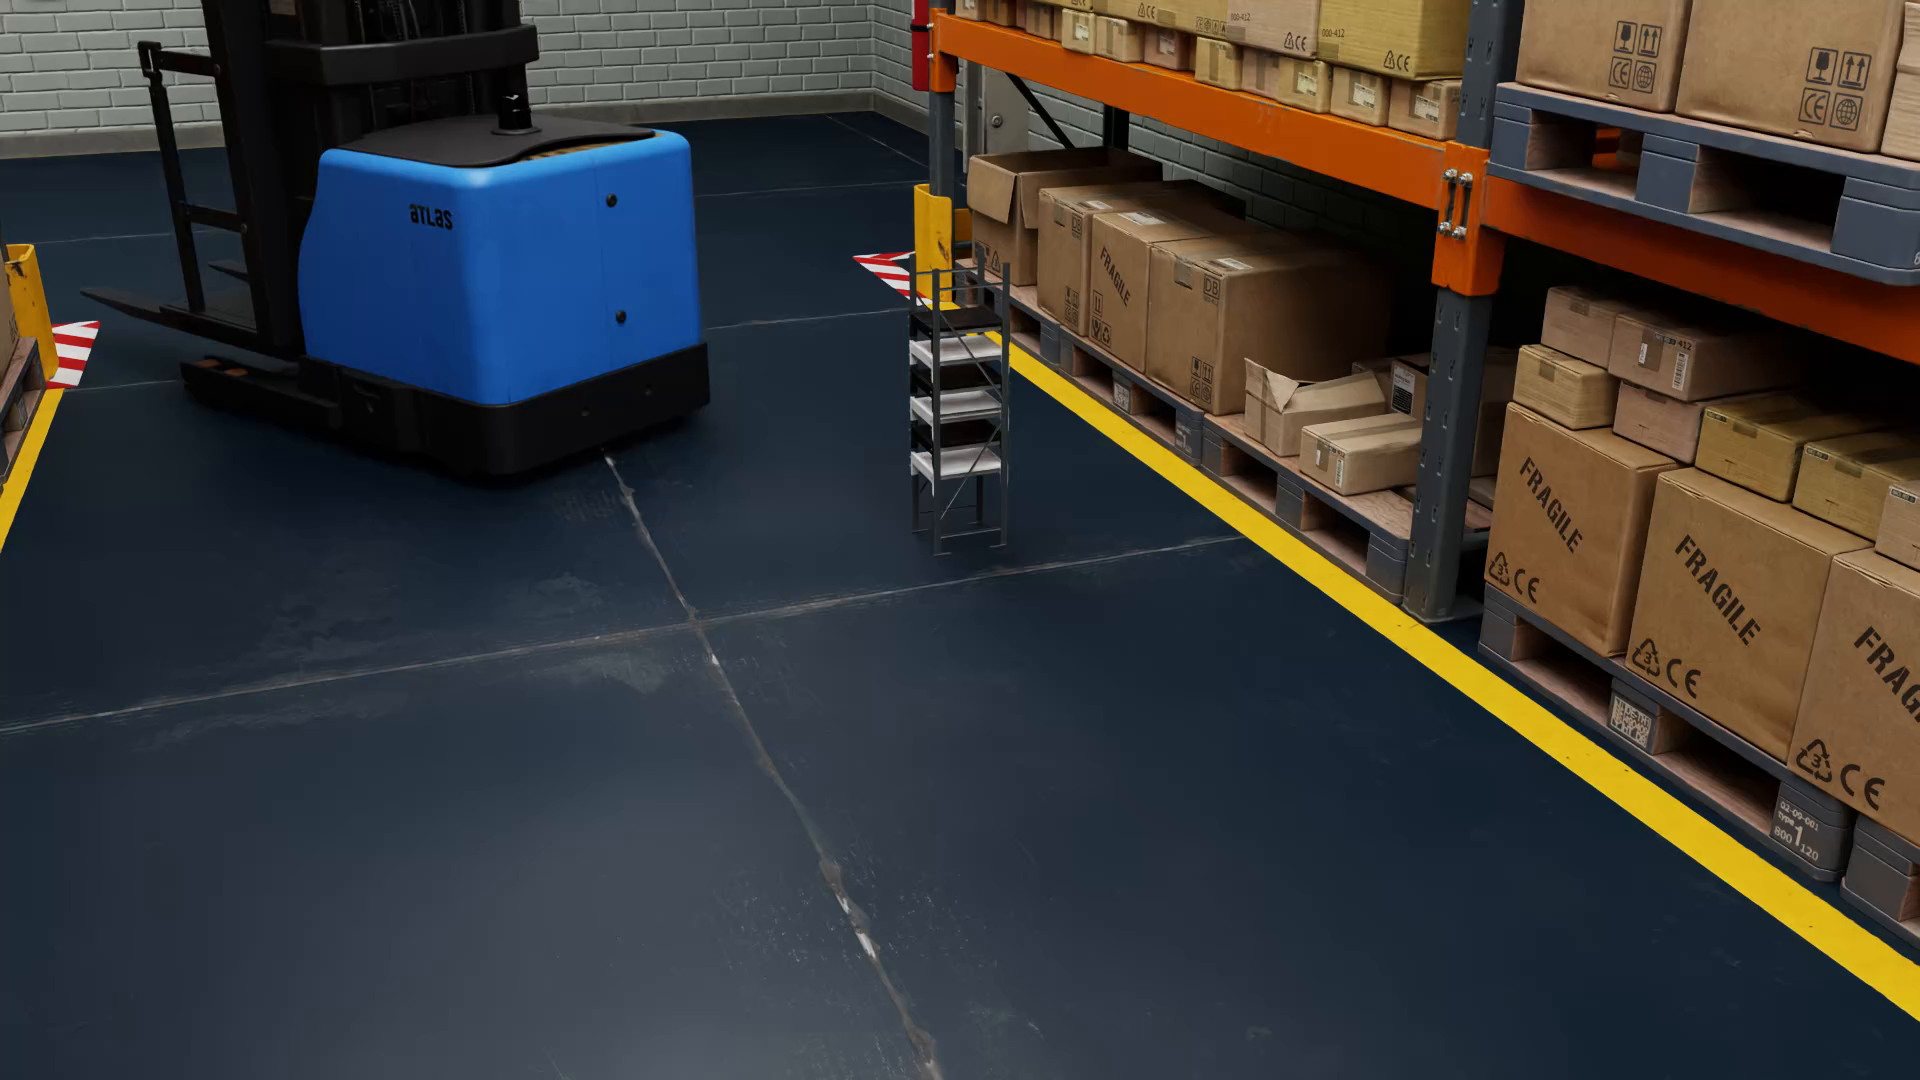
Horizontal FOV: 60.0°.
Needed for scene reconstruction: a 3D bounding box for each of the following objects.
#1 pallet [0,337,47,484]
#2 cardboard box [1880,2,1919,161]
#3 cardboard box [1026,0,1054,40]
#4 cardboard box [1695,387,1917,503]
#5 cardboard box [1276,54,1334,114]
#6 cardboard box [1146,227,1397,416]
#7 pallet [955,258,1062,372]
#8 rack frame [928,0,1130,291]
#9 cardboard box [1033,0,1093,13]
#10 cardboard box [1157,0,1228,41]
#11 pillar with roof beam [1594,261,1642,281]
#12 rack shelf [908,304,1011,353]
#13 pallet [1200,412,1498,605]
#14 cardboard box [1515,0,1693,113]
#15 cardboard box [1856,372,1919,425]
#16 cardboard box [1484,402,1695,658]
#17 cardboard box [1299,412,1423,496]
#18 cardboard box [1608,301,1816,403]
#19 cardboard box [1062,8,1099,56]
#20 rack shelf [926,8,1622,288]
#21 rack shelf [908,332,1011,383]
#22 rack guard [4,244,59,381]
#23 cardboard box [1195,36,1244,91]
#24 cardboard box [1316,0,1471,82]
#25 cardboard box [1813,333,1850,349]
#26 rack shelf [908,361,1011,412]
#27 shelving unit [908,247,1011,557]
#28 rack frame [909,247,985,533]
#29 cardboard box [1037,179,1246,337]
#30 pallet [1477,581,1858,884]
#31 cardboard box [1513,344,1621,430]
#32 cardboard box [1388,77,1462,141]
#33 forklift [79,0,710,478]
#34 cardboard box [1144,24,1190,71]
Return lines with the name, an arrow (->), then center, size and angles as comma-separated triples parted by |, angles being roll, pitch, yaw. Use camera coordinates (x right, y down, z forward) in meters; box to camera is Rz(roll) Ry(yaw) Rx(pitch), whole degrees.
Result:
pallet -> -3.945, -0.434, 6.007 | 1.003, 0.211, 1.213 | -8, 24, -19
cardboard box -> 1.886, -0.802, 2.922 | 0.396, 0.266, 0.258 | -7, 24, -16
cardboard box -> 0.491, -2.131, 6.768 | 0.380, 0.149, 0.250 | -8, 24, -17
cardboard box -> 1.904, -0.220, 3.751 | 0.380, 0.149, 0.250 | -10, 25, -22
cardboard box -> 1.179, -1.376, 4.975 | 0.380, 0.149, 0.250 | -8, 24, -18
cardboard box -> 1.101, -0.794, 5.950 | 0.700, 0.500, 0.500 | -9, 25, -21
pallet -> 0.651, -1.079, 7.538 | 1.003, 0.211, 1.213 | -8, 24, -19
rack frame -> 0.341, -2.681, 7.749 | 1.000, 3.000, 0.127 | -8, 24, -19
cardboard box -> 0.610, -2.180, 6.371 | 0.500, 0.250, 0.500 | -9, 24, -20
cardboard box -> 0.992, -1.810, 5.493 | 0.500, 0.250, 0.500 | -9, 24, -19
pillar with roof beam -> -1.676, -3.778, 2.627 | 9.100, 9.000, 0.400 | -8, 24, -19
rack shelf -> -0.003, -0.636, 4.990 | 0.258, 0.077, 0.200 | -8, 24, -19
pallet -> 1.513, -0.192, 5.434 | 1.003, 0.211, 1.213 | -8, 24, -19
cardboard box -> 1.716, -1.261, 3.710 | 0.700, 0.500, 0.500 | -8, 24, -18
cardboard box -> 2.346, -0.292, 3.923 | 0.380, 0.149, 0.250 | -8, 24, -18
cardboard box -> 1.715, -0.063, 4.214 | 0.500, 0.500, 0.500 | -7, 24, -17
cardboard box -> 1.283, -0.270, 5.157 | 0.380, 0.149, 0.250 | -9, 25, -21
cardboard box -> 1.769, -0.451, 3.916 | 0.380, 0.149, 0.250 | -10, 25, -22
cardboard box -> 0.609, -1.933, 6.298 | 0.380, 0.149, 0.250 | -9, 24, -20
rack shelf -> 1.048, -1.623, 6.164 | 1.077, 0.370, 4.000 | -8, 24, -19
rack shelf -> -0.003, -0.553, 5.025 | 0.258, 0.077, 0.200 | -8, 24, -19
rack guard -> -4.310, -0.855, 6.636 | 1.175, 0.500, 0.348 | -8, 24, -19
cardboard box -> 0.995, -1.564, 5.421 | 0.380, 0.149, 0.250 | -9, 24, -20
cardboard box -> 1.346, -1.447, 4.631 | 0.500, 0.250, 0.500 | -8, 24, -18
cardboard box -> 2.154, -0.474, 4.355 | 0.380, 0.149, 0.250 | -9, 25, -21
rack shelf -> -0.003, -0.470, 5.060 | 0.258, 0.077, 0.200 | -8, 24, -19
shelving unit -> -0.003, -0.418, 5.082 | 0.258, 0.900, 0.210 | -8, 24, -19
rack frame -> -0.039, -0.455, 5.170 | 0.240, 0.900, 0.006 | -8, 24, -19
cardboard box -> 0.734, -1.171, 6.845 | 0.700, 0.500, 0.500 | -7, 24, -17
pallet -> 2.077, 0.348, 4.153 | 1.003, 0.211, 1.213 | -8, 24, -19
cardboard box -> 1.632, -0.401, 4.182 | 0.380, 0.149, 0.250 | -7, 24, -16
cardboard box -> 1.405, -1.193, 4.542 | 0.380, 0.149, 0.250 | -8, 24, -18
forklift -> -2.437, -1.999, 6.218 | 3.031, 2.935, 1.130 | 16, 28, 33
cardboard box -> 0.877, -1.756, 5.878 | 0.380, 0.149, 0.250 | -8, 24, -19
